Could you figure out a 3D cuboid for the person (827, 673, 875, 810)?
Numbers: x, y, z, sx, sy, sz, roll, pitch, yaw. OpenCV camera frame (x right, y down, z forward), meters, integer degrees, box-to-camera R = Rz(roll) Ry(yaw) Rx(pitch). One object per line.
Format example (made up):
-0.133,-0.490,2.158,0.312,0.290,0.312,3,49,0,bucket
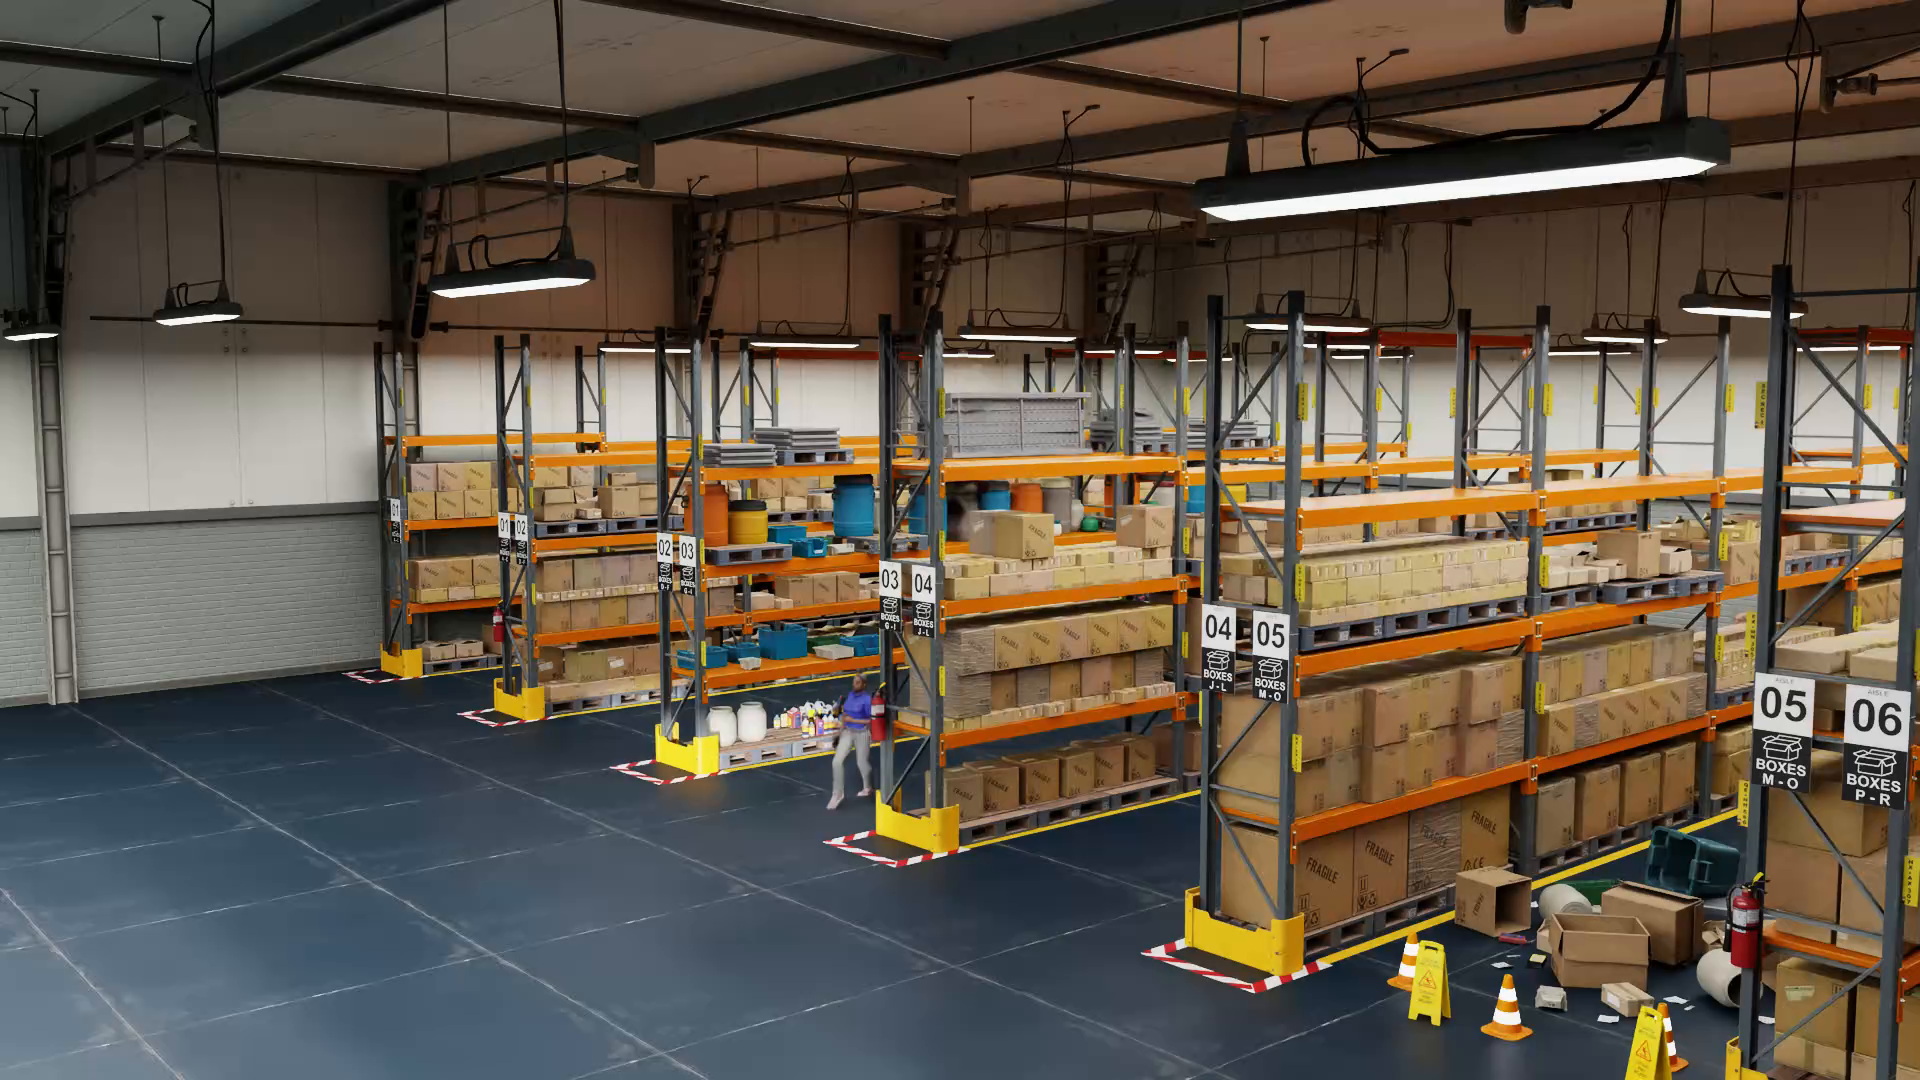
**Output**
-1.244,2.480,20.620,0.575,1.698,0.781,3,6,30,person

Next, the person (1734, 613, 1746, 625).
11.997,1.984,25.538,0.666,1.737,0.731,-4,6,-35,person
